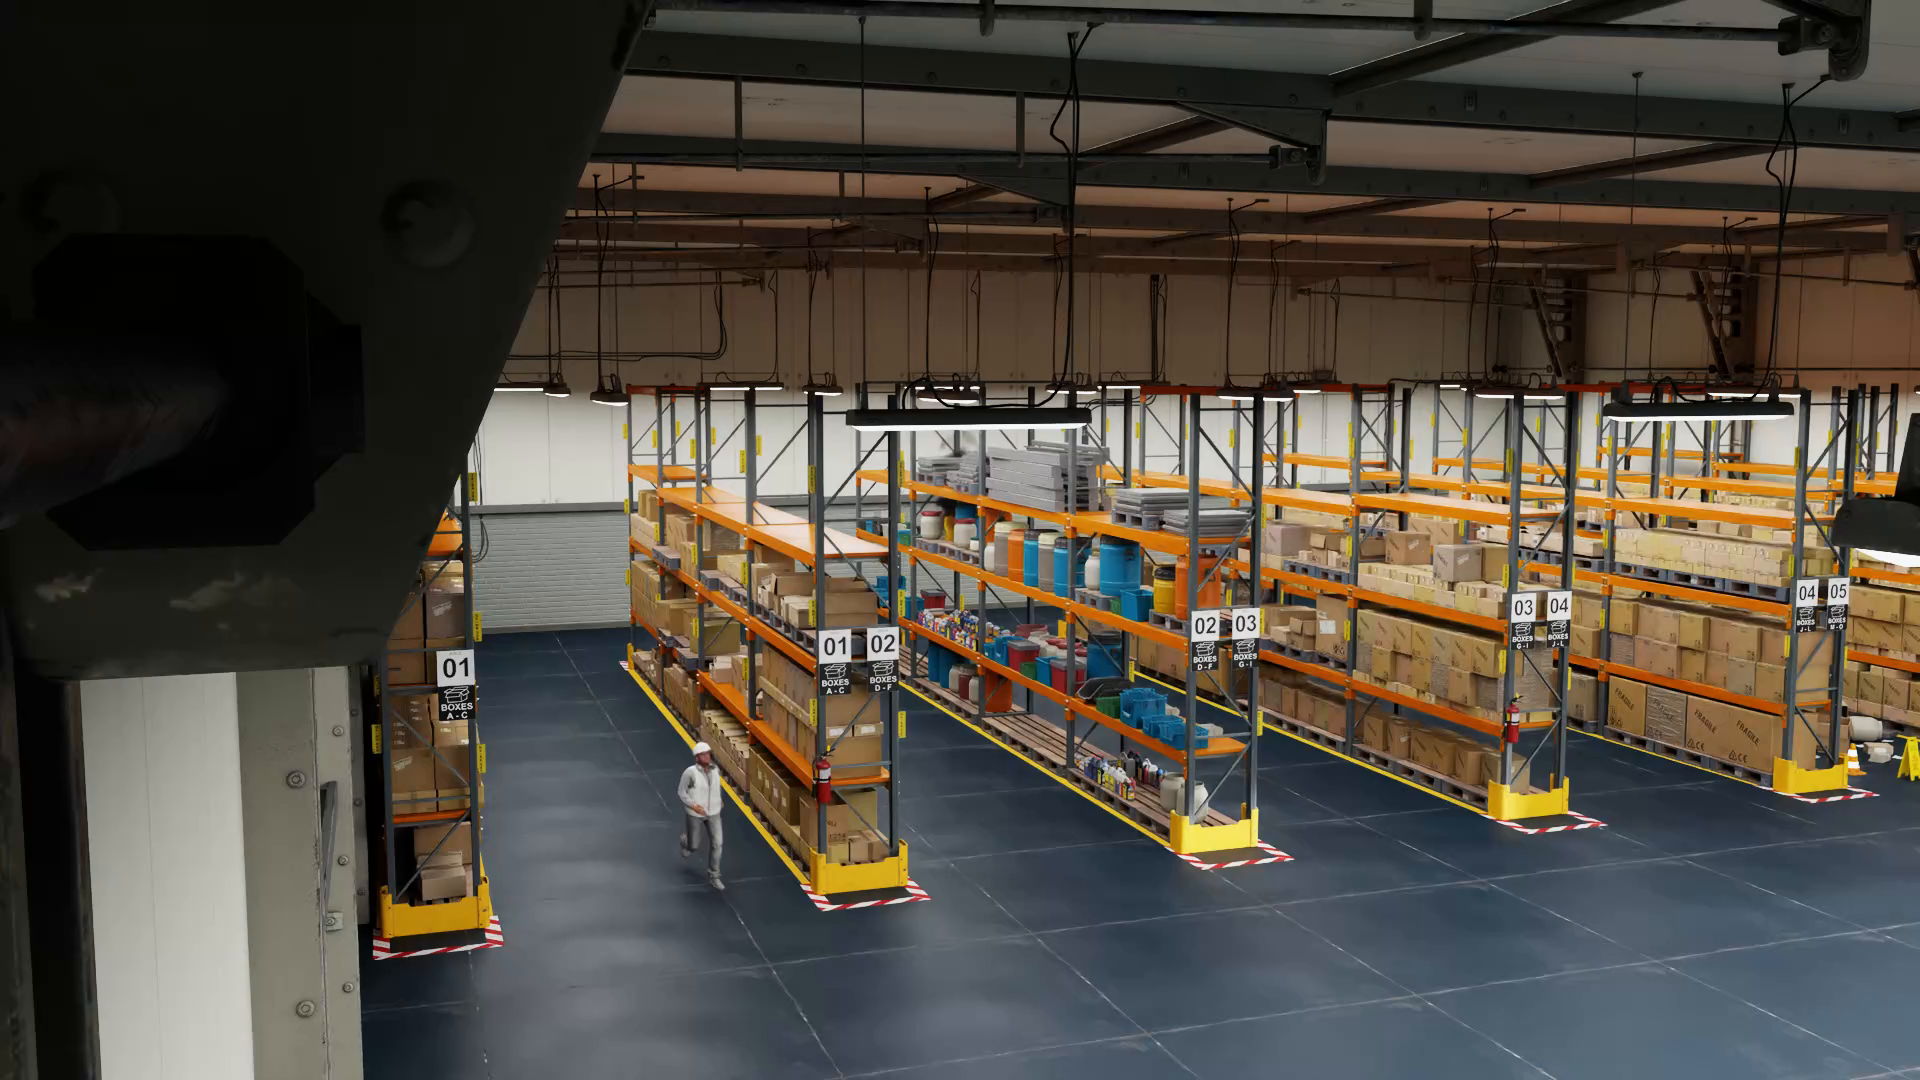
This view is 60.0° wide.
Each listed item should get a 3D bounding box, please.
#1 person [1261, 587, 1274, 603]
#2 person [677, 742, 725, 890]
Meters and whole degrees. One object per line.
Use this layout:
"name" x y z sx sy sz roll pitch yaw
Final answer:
"person" 7.658 1.205 41.292 0.821 1.772 0.624 -2 6 -19
"person" -3.189 3.366 20.556 0.639 1.762 1.033 -3 7 -29
